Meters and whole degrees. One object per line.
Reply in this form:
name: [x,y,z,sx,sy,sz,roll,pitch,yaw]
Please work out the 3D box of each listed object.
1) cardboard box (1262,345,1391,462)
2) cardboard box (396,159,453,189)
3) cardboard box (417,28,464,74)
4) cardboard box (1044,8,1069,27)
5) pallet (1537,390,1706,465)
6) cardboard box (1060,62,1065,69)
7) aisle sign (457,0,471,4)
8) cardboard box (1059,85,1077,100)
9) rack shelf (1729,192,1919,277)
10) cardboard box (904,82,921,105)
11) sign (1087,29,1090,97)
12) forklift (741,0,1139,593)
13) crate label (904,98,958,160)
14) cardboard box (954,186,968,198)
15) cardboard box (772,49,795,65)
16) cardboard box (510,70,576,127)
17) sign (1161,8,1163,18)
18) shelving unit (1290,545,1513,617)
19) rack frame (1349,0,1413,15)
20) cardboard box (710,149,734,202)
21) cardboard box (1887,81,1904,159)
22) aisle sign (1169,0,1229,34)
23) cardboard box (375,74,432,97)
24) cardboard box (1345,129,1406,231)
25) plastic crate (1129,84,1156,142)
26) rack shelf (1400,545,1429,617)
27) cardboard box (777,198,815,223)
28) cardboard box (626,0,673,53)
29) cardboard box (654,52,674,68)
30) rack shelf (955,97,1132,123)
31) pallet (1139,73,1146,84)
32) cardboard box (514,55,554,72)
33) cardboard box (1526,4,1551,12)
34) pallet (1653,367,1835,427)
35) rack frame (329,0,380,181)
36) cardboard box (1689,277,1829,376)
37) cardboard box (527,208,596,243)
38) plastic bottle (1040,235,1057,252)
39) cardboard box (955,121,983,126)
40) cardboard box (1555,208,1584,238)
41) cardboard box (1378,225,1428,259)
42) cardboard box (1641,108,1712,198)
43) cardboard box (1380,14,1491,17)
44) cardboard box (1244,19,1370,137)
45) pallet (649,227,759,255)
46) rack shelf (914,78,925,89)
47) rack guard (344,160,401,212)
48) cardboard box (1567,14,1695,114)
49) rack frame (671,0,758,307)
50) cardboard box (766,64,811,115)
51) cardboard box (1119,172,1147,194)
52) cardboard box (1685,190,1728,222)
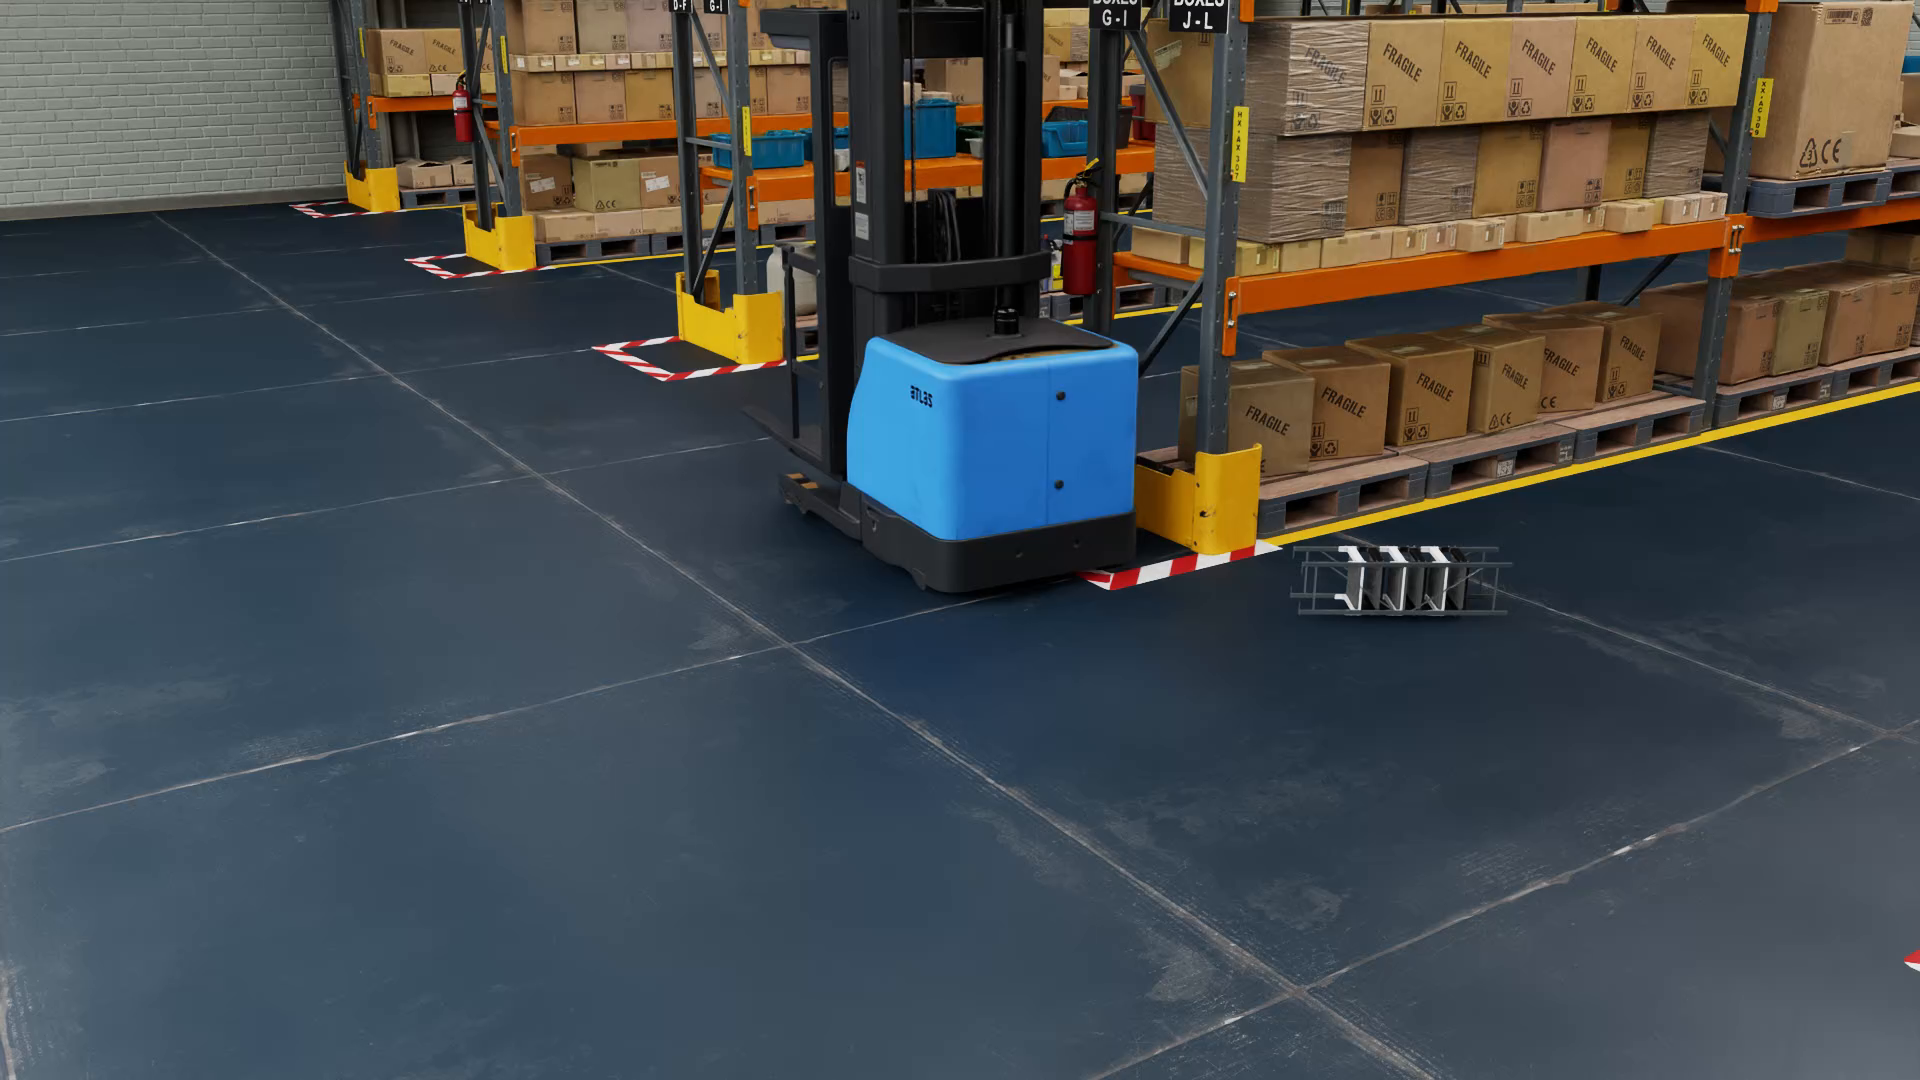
cardboard box: [1.966,-0.747,9.017,0.500,0.500,0.500,-6,20,-17]
cardboard box: [-6.591,-4.519,20.440,0.500,0.311,0.500,-15,24,-37]
cardboard box: [-6.236,-5.868,19.952,0.500,0.500,0.500,-12,22,-31]
cardboard box: [1.271,-7.735,24.619,0.500,0.250,0.500,-12,22,-33]
pallet: [3.754,-0.768,10.186,1.213,0.211,1.003,-12,22,-31]
cardboard box: [1.364,-7.100,24.923,0.250,0.149,0.380,-11,22,-30]
aisle sign: [-4.707,-5.461,15.655,0.004,0.787,0.394,-12,22,-31]
cardboard box: [1.157,-5.213,19.372,0.250,0.149,0.380,-10,21,-27]
rack shelf: [5.966,-2.228,11.275,4.000,0.370,1.077,-12,22,-31]
cardboard box: [-0.763,-4.894,18.272,0.500,0.250,0.500,-10,21,-28]
sign: [0.666,-2.362,8.247,0.005,0.325,0.100,-12,22,-31]
forklift: [-0.306,-1.582,8.348,1.130,2.935,3.031,-9,21,-26]
crate label: [-0.381,-3.250,13.119,0.616,0.435,0.502,-12,22,-31]
cardboard box: [-0.249,-3.858,18.610,0.500,0.250,0.500,-11,22,-30]
cardboard box: [-1.903,-4.980,17.123,0.250,0.149,0.380,-12,22,-32]
cardboard box: [-4.094,-4.288,16.090,0.500,0.500,0.700,-12,22,-31]
sign: [3.111,-7.968,25.445,0.005,0.325,0.100,-12,22,-31]
shelving unit: [1.918,0.178,7.259,0.900,0.258,0.210,0,19,1]
rack frame: [5.532,-6.276,22.125,0.127,3.000,1.000,-12,22,-31]
cardboard box: [-2.256,-3.804,17.281,0.500,0.500,0.500,-12,22,-31]
cardboard box: [5.692,-2.794,11.010,0.637,0.503,0.797,-9,21,-26]
aisle sign: [1.068,-2.652,7.347,0.004,0.787,0.394,-12,22,-31]
cardboard box: [-6.636,-5.426,19.814,0.500,0.250,0.500,-13,22,-33]
cardboard box: [1.781,-1.910,8.590,0.500,0.500,0.875,-12,22,-31]
plastic crate: [1.807,-3.739,14.520,0.583,0.464,0.402,-12,22,-31]
rack shelf: [1.974,0.178,7.258,0.077,0.258,0.200,0,19,1]
cardboard box: [-1.840,-3.538,17.663,0.500,0.250,0.500,-12,22,-31]
cardboard box: [-3.193,-5.095,16.451,0.500,0.500,0.700,-12,22,-31]
cardboard box: [-2.970,-4.756,16.460,0.250,0.149,0.380,-12,22,-32]
rack shelf: [0.521,-4.878,19.114,4.000,0.370,1.077,-12,22,-31]
pallet: [2.718,-5.619,20.480,1.003,0.211,1.213,-12,22,-31]
cardboard box: [-4.044,-4.528,15.787,0.250,0.149,0.380,-12,22,-32]
cardboard box: [7.800,-7.168,23.046,0.500,0.500,0.500,-11,22,-30]
pallet: [4.945,-1.033,10.971,1.213,0.211,1.003,-12,22,-31]
rack frame: [-7.218,-5.487,19.790,0.127,3.000,1.000,-12,22,-31]
cardboard box: [5.229,-1.422,10.984,0.500,0.500,0.700,-12,22,-32]
cardboard box: [-3.920,-3.094,16.349,0.500,0.250,0.500,-12,22,-31]
plastic bottle: [0.748,-2.425,14.184,0.185,0.351,0.144,-12,22,-31]
cardboard box: [0.150,-6.171,24.515,0.750,0.750,0.750,-12,22,-32]
cardboard box: [3.206,-1.774,9.201,0.250,0.149,0.380,-12,22,-31]
cardboard box: [2.170,-1.550,8.538,0.250,0.149,0.380,-12,22,-31]
cardboard box: [3.886,-2.342,9.868,0.500,0.500,0.875,-12,22,-31]
cardboard box: [2.534,-2.600,9.069,0.500,0.500,0.500,-12,22,-31]
cardboard box: [1.564,-2.198,7.880,0.500,0.500,0.500,-12,22,-31]
pallet: [-2.857,-3.201,17.383,1.213,0.211,1.003,-12,22,-31]
rack shelf: [-2.207,-6.203,23.032,4.000,0.370,1.077,-12,22,-31]
rack guard: [-7.155,-4.316,20.230,0.348,0.500,1.175,-12,22,-31]
cardboard box: [3.654,-2.637,9.180,0.500,0.500,0.500,-12,22,-31]
rack frame: [-1.769,-2.837,11.952,0.127,3.000,1.000,-12,22,-31]
cardboard box: [-1.954,-4.740,17.425,0.500,0.500,0.700,-12,22,-32]
cardboard box: [1.886,-4.310,19.947,0.500,0.250,0.500,-11,22,-30]
cardboard box: [4.277,-1.981,9.813,0.250,0.149,0.380,-12,22,-31]
